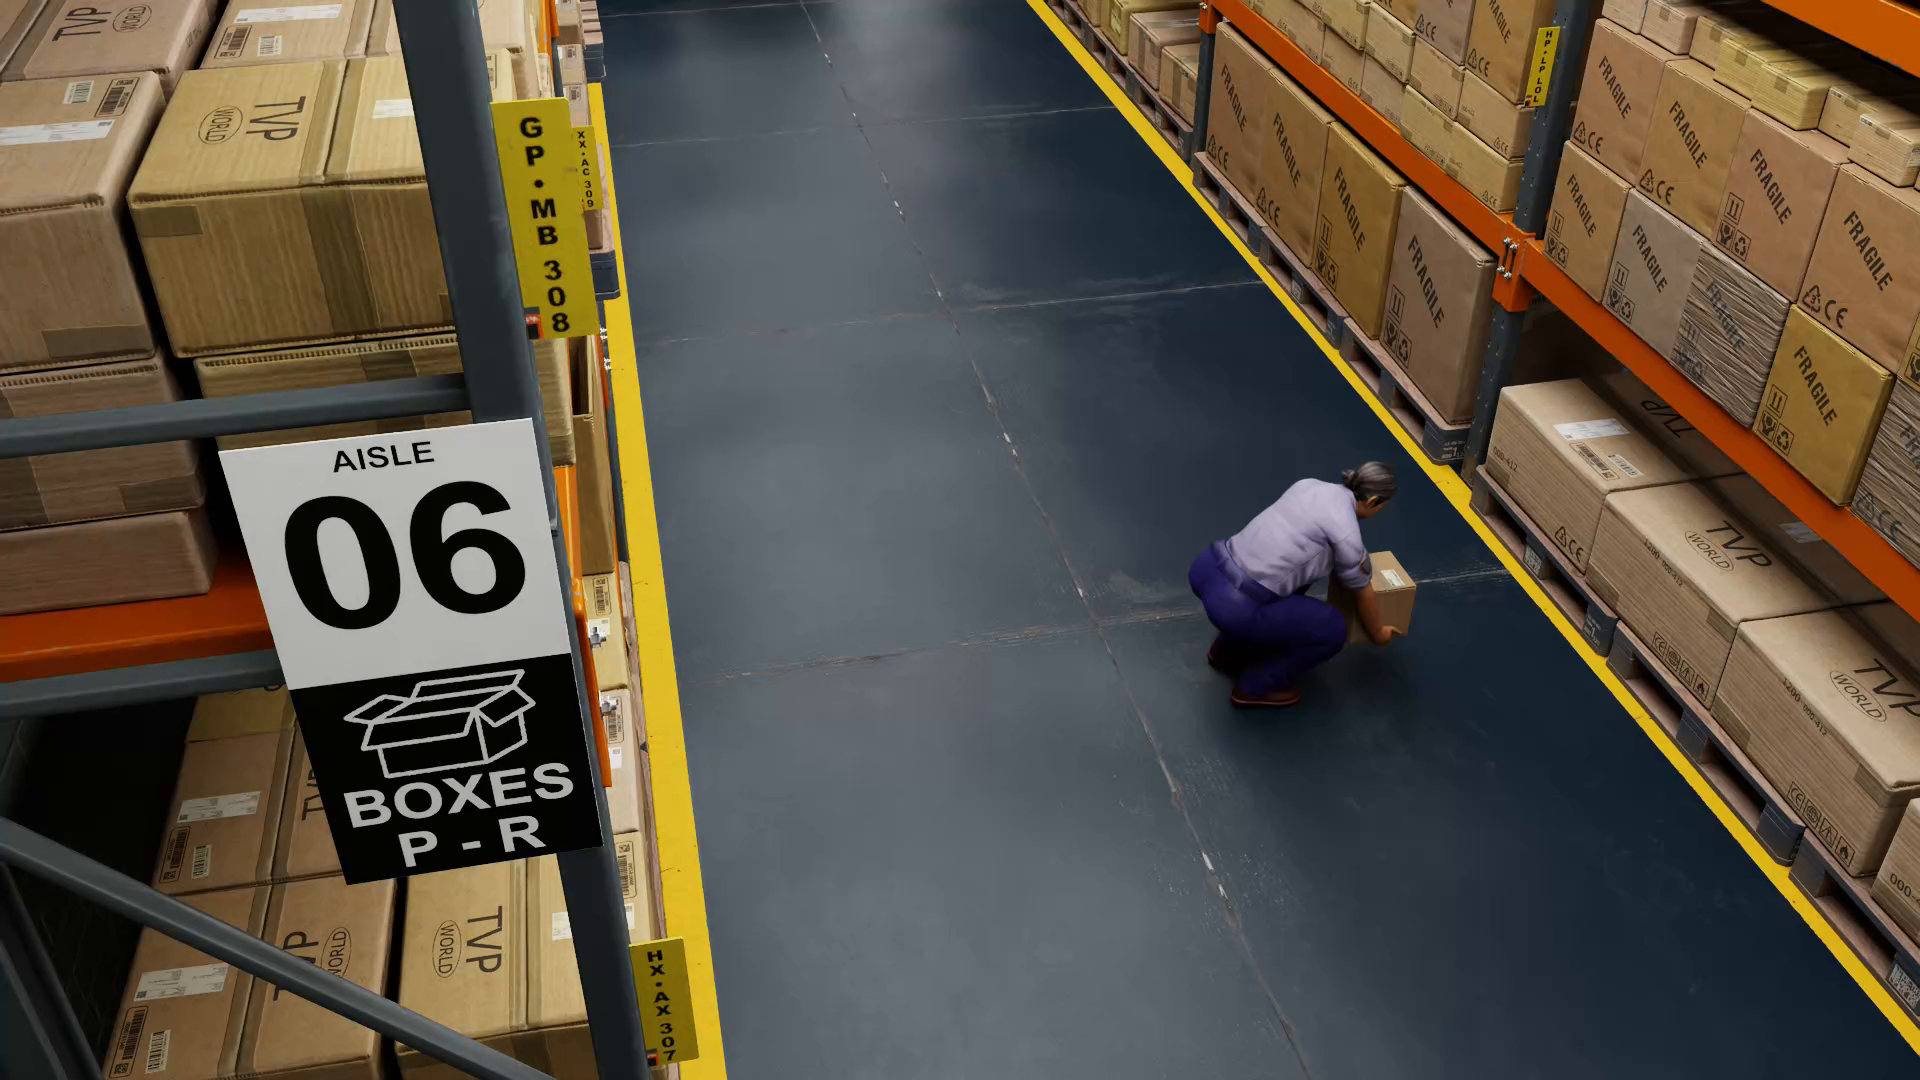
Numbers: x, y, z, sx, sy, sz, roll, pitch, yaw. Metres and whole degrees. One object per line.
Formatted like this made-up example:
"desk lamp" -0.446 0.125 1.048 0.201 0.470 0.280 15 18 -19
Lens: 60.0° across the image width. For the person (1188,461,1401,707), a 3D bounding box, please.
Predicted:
"person" 1.326 0.164 6.562 0.850 0.932 0.507 -8 35 -12
